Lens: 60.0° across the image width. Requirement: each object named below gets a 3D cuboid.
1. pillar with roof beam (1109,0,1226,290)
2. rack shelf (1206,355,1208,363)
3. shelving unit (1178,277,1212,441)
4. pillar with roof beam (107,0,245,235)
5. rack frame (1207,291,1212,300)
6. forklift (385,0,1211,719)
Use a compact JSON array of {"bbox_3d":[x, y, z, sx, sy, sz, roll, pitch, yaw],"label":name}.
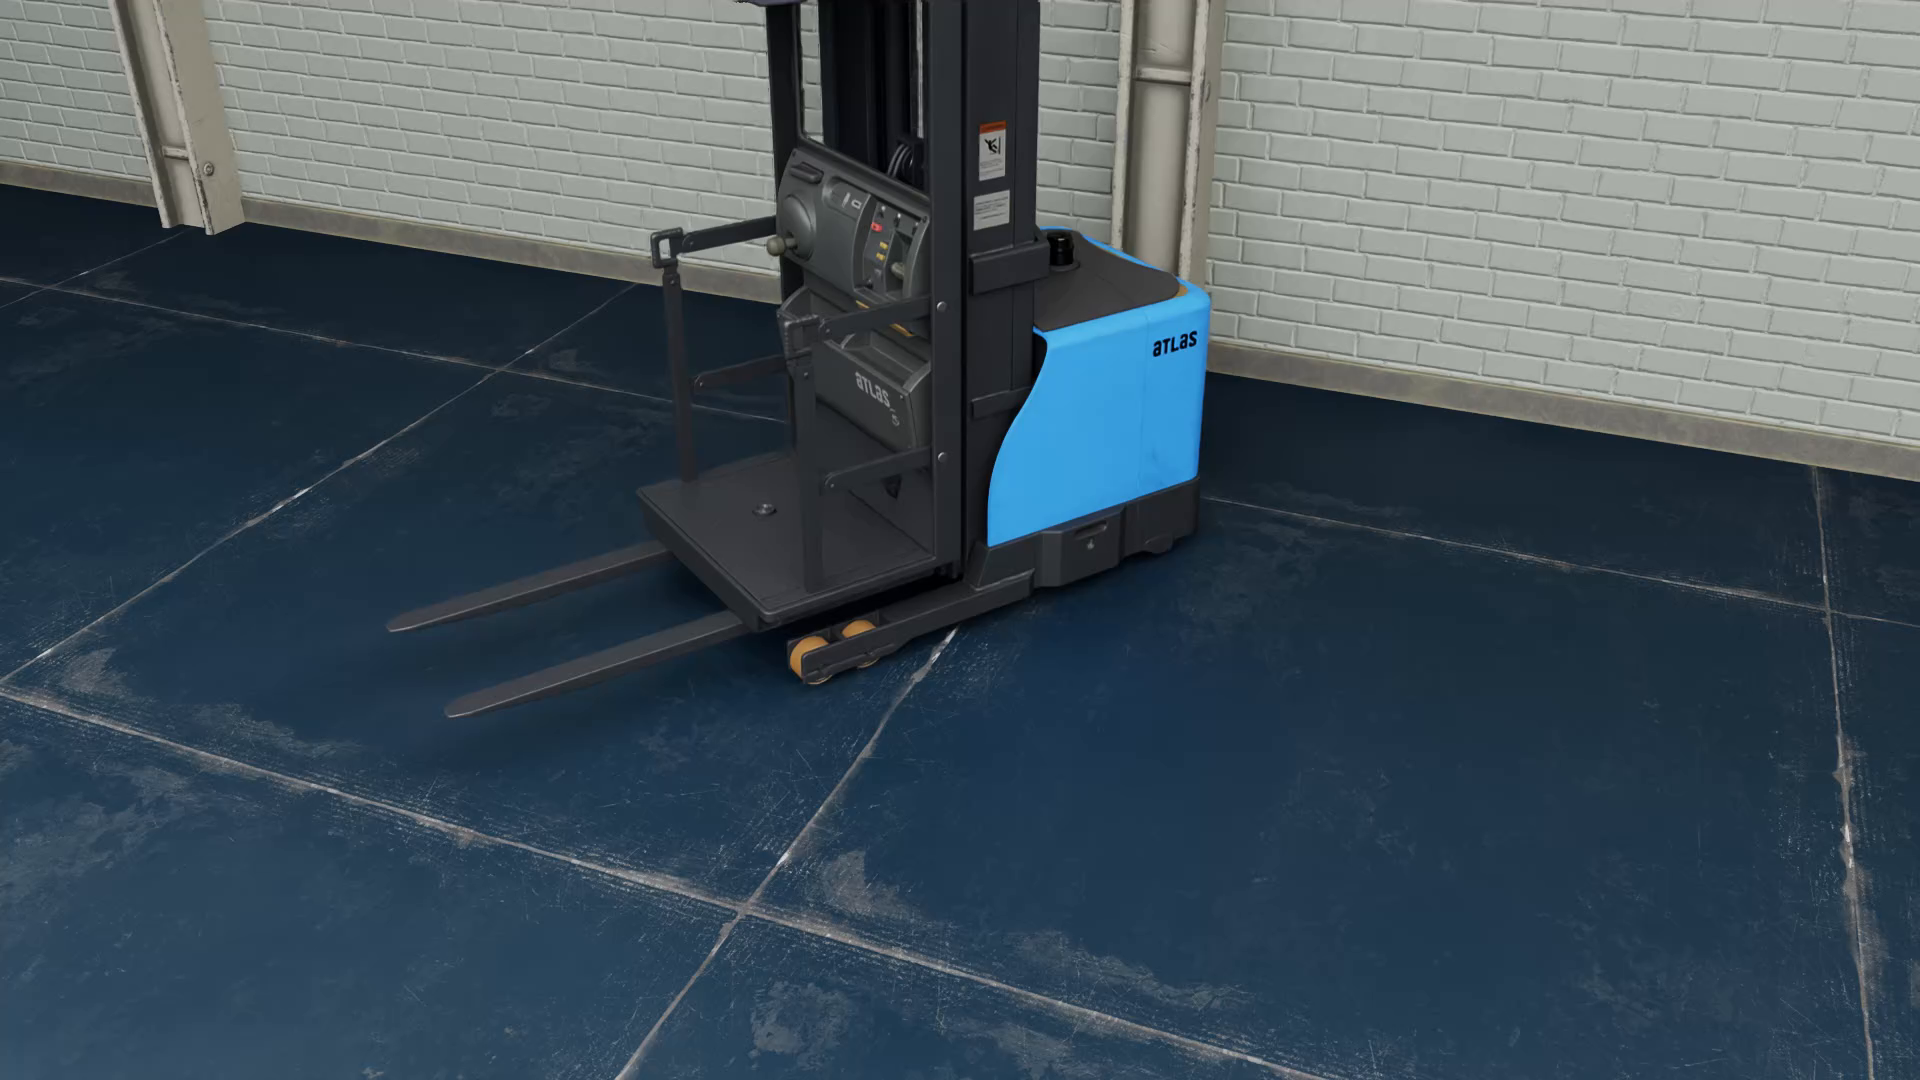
[{"bbox_3d":[-0.675,-2.783,2.528,0.400,9.000,9.100,11,31,19],"label":"pillar with roof beam"},{"bbox_3d":[0.855,-0.744,6.854,0.258,0.077,0.200,-18,34,-29],"label":"rack shelf"},{"bbox_3d":[0.855,-0.616,6.926,0.258,0.900,0.210,-18,34,-29],"label":"shelving unit"},{"bbox_3d":[-6.235,-3.893,4.492,0.400,9.000,9.100,11,31,19],"label":"pillar with roof beam"},{"bbox_3d":[0.911,-0.575,6.852,0.240,0.900,0.006,-18,34,-29],"label":"rack frame"},{"bbox_3d":[-0.553,-1.064,5.654,3.031,2.935,1.130,-18,34,-29],"label":"forklift"}]
